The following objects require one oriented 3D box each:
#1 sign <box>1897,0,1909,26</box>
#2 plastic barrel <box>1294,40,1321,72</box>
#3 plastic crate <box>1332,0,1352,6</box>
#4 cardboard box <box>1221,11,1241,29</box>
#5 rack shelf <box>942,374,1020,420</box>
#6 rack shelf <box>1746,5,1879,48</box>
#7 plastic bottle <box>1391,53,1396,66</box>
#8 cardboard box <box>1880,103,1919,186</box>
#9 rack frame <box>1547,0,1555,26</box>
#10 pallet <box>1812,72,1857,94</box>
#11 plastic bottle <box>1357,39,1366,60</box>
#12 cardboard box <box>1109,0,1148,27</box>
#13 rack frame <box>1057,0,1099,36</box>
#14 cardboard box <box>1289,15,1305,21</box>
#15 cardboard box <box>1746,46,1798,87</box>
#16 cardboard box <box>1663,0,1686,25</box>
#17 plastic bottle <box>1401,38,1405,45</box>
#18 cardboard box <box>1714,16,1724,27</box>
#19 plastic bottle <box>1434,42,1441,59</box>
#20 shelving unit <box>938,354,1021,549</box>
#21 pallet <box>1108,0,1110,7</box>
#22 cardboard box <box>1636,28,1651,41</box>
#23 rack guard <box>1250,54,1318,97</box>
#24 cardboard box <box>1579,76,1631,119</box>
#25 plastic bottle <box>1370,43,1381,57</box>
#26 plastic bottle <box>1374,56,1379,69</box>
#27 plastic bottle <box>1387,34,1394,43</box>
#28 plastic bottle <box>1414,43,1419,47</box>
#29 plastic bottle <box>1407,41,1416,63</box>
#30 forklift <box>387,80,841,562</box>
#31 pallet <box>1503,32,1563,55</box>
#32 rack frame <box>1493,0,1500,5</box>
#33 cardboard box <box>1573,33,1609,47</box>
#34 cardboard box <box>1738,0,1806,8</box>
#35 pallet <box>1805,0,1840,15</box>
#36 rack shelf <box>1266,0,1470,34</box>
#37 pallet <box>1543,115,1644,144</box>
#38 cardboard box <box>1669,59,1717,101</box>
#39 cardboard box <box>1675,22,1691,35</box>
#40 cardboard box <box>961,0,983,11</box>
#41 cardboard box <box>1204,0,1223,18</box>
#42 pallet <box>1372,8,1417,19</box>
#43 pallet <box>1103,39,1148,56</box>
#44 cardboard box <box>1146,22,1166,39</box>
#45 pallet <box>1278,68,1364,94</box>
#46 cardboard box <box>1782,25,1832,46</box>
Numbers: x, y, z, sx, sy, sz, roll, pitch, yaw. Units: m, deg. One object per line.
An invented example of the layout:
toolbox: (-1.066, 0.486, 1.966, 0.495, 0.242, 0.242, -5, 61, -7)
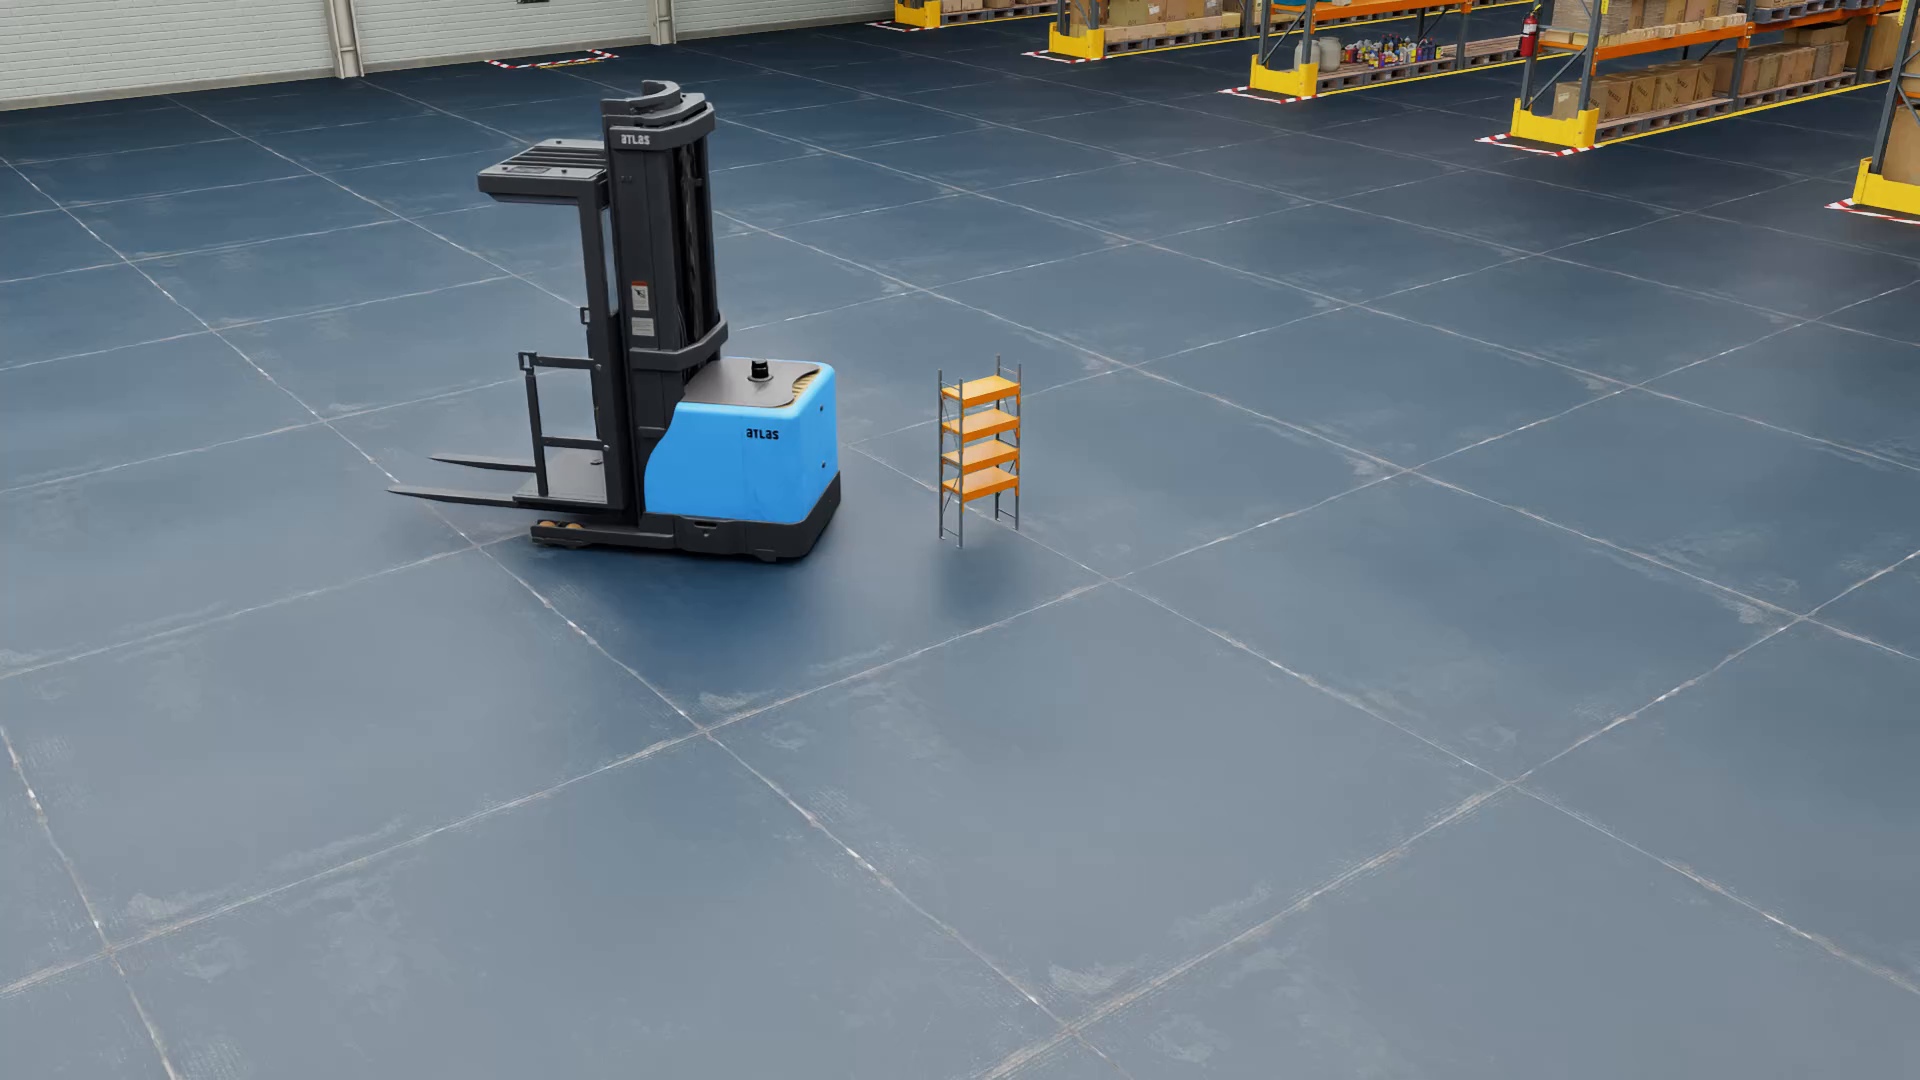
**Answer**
sign: (10.900, -6.103, 19.179, 0.005, 0.325, 0.100, -18, 31, -34)
plastic barrel: (5.657, -7.855, 27.068, 0.421, 0.512, 0.421, 0, 25, 0)
plastic crate: (6.089, -8.603, 26.537, 0.250, 0.136, 0.298, -18, 31, -34)
cardboard box: (5.051, -10.028, 32.062, 0.500, 0.250, 0.500, -18, 31, -34)
rack shelf: (0.130, -0.944, 10.925, 0.480, 0.148, 0.258, -18, 31, -34)
rack shelf: (12.965, -8.188, 26.184, 4.000, 0.370, 1.077, -18, 31, -34)
plastic bottle: (7.232, -8.035, 27.802, 0.097, 0.201, 0.097, 0, 25, 0)
cardboard box: (11.717, -4.711, 19.863, 0.875, 0.875, 0.875, -18, 30, -34)
rack frame: (11.482, -10.675, 30.688, 0.127, 3.000, 1.000, -18, 31, -34)
pallet: (13.922, -7.567, 27.303, 1.213, 0.211, 1.003, -18, 31, -34)
plastic bottle: (6.814, -8.354, 28.311, 0.185, 0.351, 0.144, -17, 30, -32)
cardboard box: (3.085, -9.718, 30.503, 0.500, 0.500, 0.500, -18, 31, -34)
rack frame: (2.133, -10.239, 29.748, 0.127, 3.000, 1.000, -18, 31, -34)
cardboard box: (6.560, -10.511, 33.103, 0.500, 0.250, 0.500, -19, 31, -36)
cardboard box: (12.714, -7.476, 26.242, 0.500, 0.500, 0.700, -21, 32, -38)
cardboard box: (9.833, -7.681, 23.765, 0.500, 0.500, 0.875, -18, 31, -34)
plastic bottle: (7.642, -8.537, 28.787, 0.133, 0.283, 0.061, -18, 31, -34)
cardboard box: (10.967, -7.621, 24.406, 0.250, 0.149, 0.380, -18, 31, -34)
plastic bottle: (8.159, -8.369, 28.423, 0.133, 0.283, 0.061, -17, 30, -32)
shelving unit: (0.130, -0.587, 11.090, 0.503, 1.200, 0.258, -18, 31, -34)
pallet: (2.833, -11.856, 36.544, 1.213, 0.211, 1.003, -18, 31, -34)
cardboard box: (9.414, -7.090, 23.262, 0.250, 0.149, 0.380, -18, 31, -34)
rack guard: (5.218, -7.498, 26.812, 0.348, 0.500, 1.175, -18, 31, -34)
cardboard box: (9.194, -6.336, 23.809, 0.500, 0.500, 0.500, -10, 27, -21)
plastic bottle: (7.071, -8.326, 28.339, 0.135, 0.276, 0.152, -18, 31, -34)
plastic bottle: (6.887, -7.922, 27.557, 0.097, 0.201, 0.097, 0, 25, 0)
plastic bottle: (7.443, -8.562, 28.758, 0.185, 0.351, 0.144, -17, 30, -33)
plastic bottle: (7.743, -8.330, 28.348, 0.135, 0.276, 0.152, -18, 31, -34)
plastic bottle: (7.600, -8.237, 28.060, 0.185, 0.351, 0.144, -18, 31, -34)
forklift: (-2.404, -1.482, 10.961, 3.031, 2.935, 1.130, 5, 25, 10)
pallet: (10.849, -9.222, 30.869, 1.213, 0.211, 1.003, -18, 31, -34)
rack frame: (11.576, -13.356, 36.464, 0.127, 3.000, 1.000, -18, 31, -34)
cardboard box: (8.614, -6.837, 22.717, 0.250, 0.149, 0.380, -18, 31, -34)
cardboard box: (12.102, -8.618, 25.044, 1.000, 1.000, 1.000, -18, 30, -34)
pallet: (13.006, -8.419, 26.056, 1.213, 0.211, 1.003, -18, 31, -34)
rack shelf: (6.761, -8.790, 27.481, 4.000, 0.370, 1.077, -18, 31, -34)
pallet: (8.964, -5.910, 23.734, 1.213, 0.211, 1.003, -18, 31, -34)
cardboard box: (11.051, -6.961, 25.156, 0.500, 0.500, 0.500, -19, 31, -36)
cardboard box: (10.213, -7.343, 23.807, 0.250, 0.149, 0.380, -18, 31, -34)
cardboard box: (0.122, -11.157, 34.397, 0.500, 0.311, 0.500, -15, 29, -30)
cardboard box: (4.650, -10.242, 31.632, 0.500, 0.500, 0.500, -18, 31, -34)
pallet: (9.039, -11.233, 35.204, 1.213, 0.211, 1.003, -18, 31, -34)
pallet: (2.709, -9.186, 30.793, 1.213, 0.211, 1.003, -18, 31, -34)
cardboard box: (3.477, -9.508, 30.942, 0.500, 0.250, 0.500, -18, 31, -34)
pallet: (5.860, -7.576, 27.324, 1.213, 0.211, 1.003, -18, 31, -34)
cardboard box: (13.618, -8.115, 26.728, 0.500, 0.250, 0.500, -14, 29, -28)
